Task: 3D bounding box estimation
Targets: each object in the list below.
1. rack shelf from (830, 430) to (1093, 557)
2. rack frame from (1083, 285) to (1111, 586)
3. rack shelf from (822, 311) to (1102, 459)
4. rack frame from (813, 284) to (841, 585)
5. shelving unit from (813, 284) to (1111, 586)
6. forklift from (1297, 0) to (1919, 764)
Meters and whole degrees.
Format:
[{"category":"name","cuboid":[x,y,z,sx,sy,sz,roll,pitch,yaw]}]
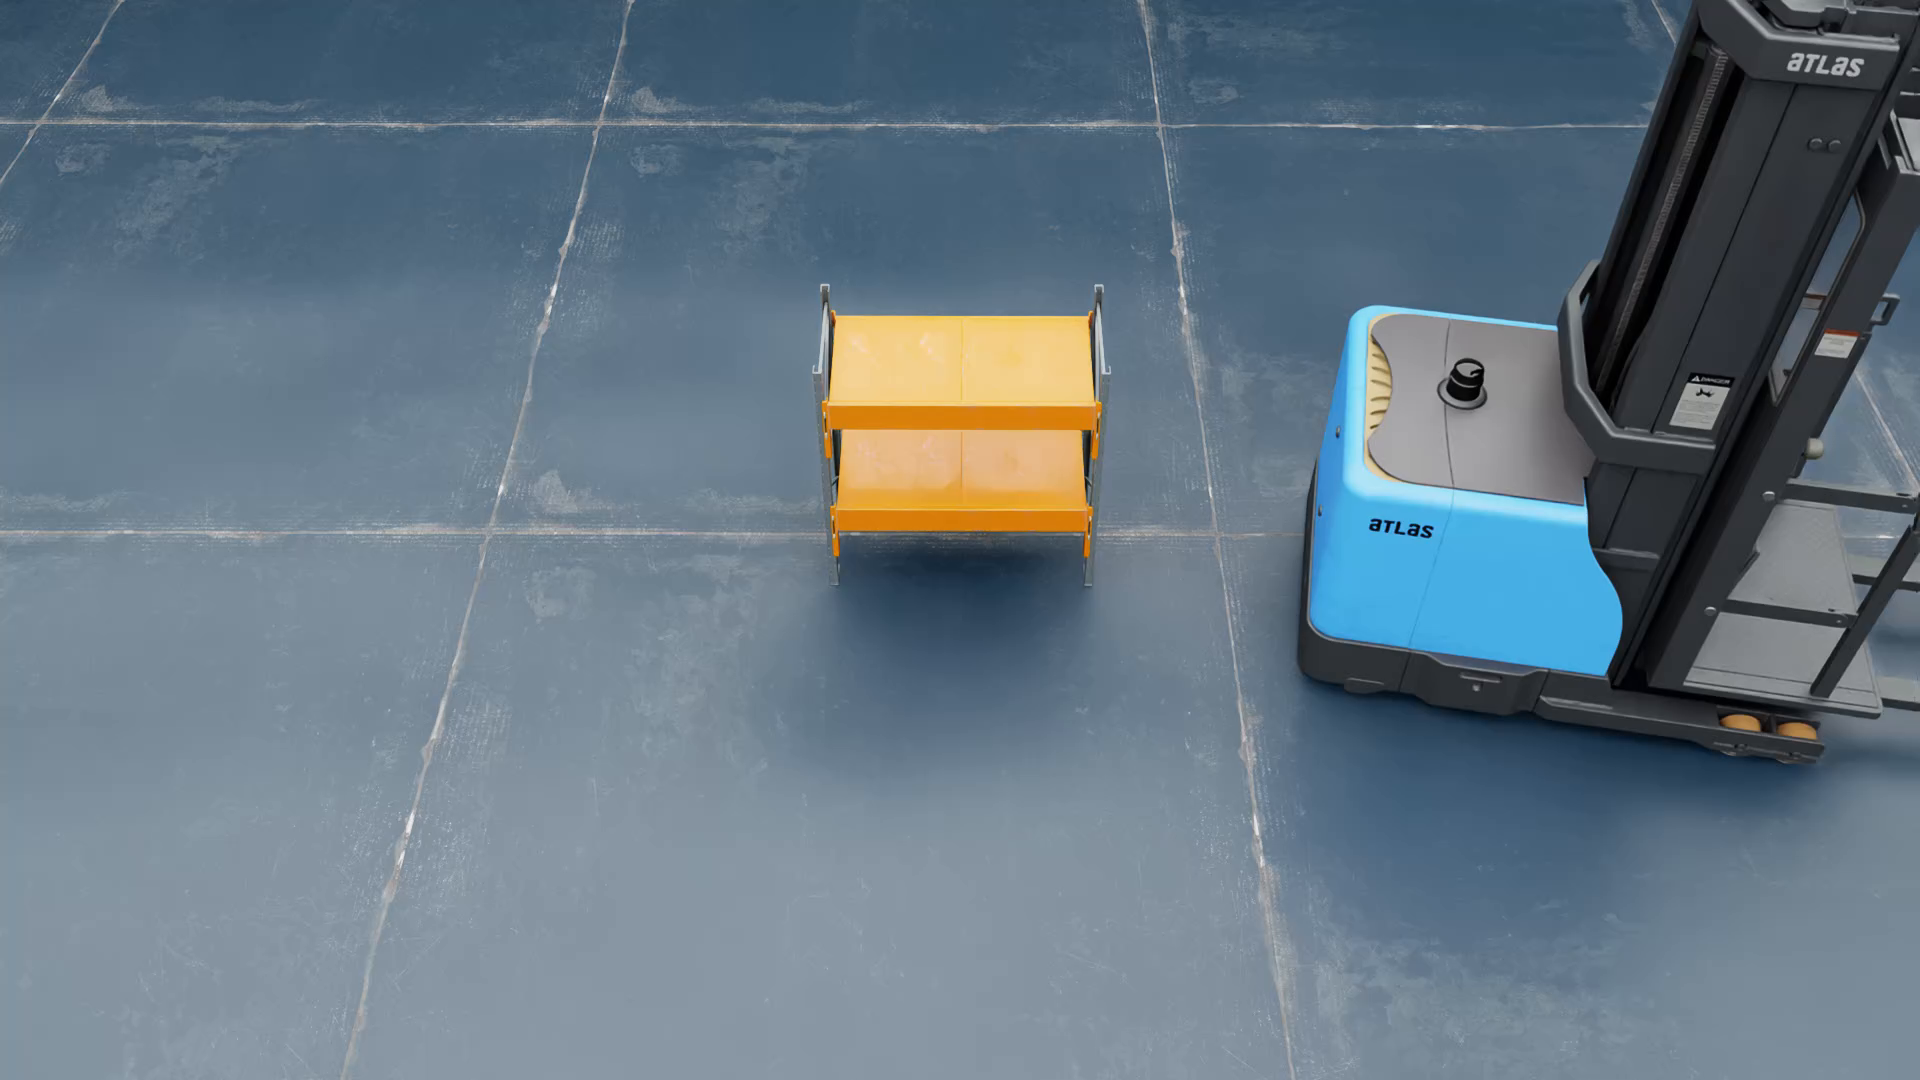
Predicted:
[{"category":"rack shelf","cuboid":[0.007,-0.217,6.598,1.000,0.278,0.538,0,47,0]},{"category":"rack frame","cuboid":[0.515,-0.382,6.418,0.032,1.125,0.500,0,47,0]},{"category":"rack shelf","cuboid":[0.007,-0.583,6.205,1.000,0.278,0.538,0,47,0]},{"category":"rack frame","cuboid":[-0.502,-0.385,6.420,0.032,1.125,0.500,0,47,0]},{"category":"shelving unit","cuboid":[0.007,-0.383,6.419,1.048,1.125,0.538,0,47,0]},{"category":"forklift","cuboid":[2.847,-0.605,5.392,3.031,2.935,1.130,8,48,7]}]
